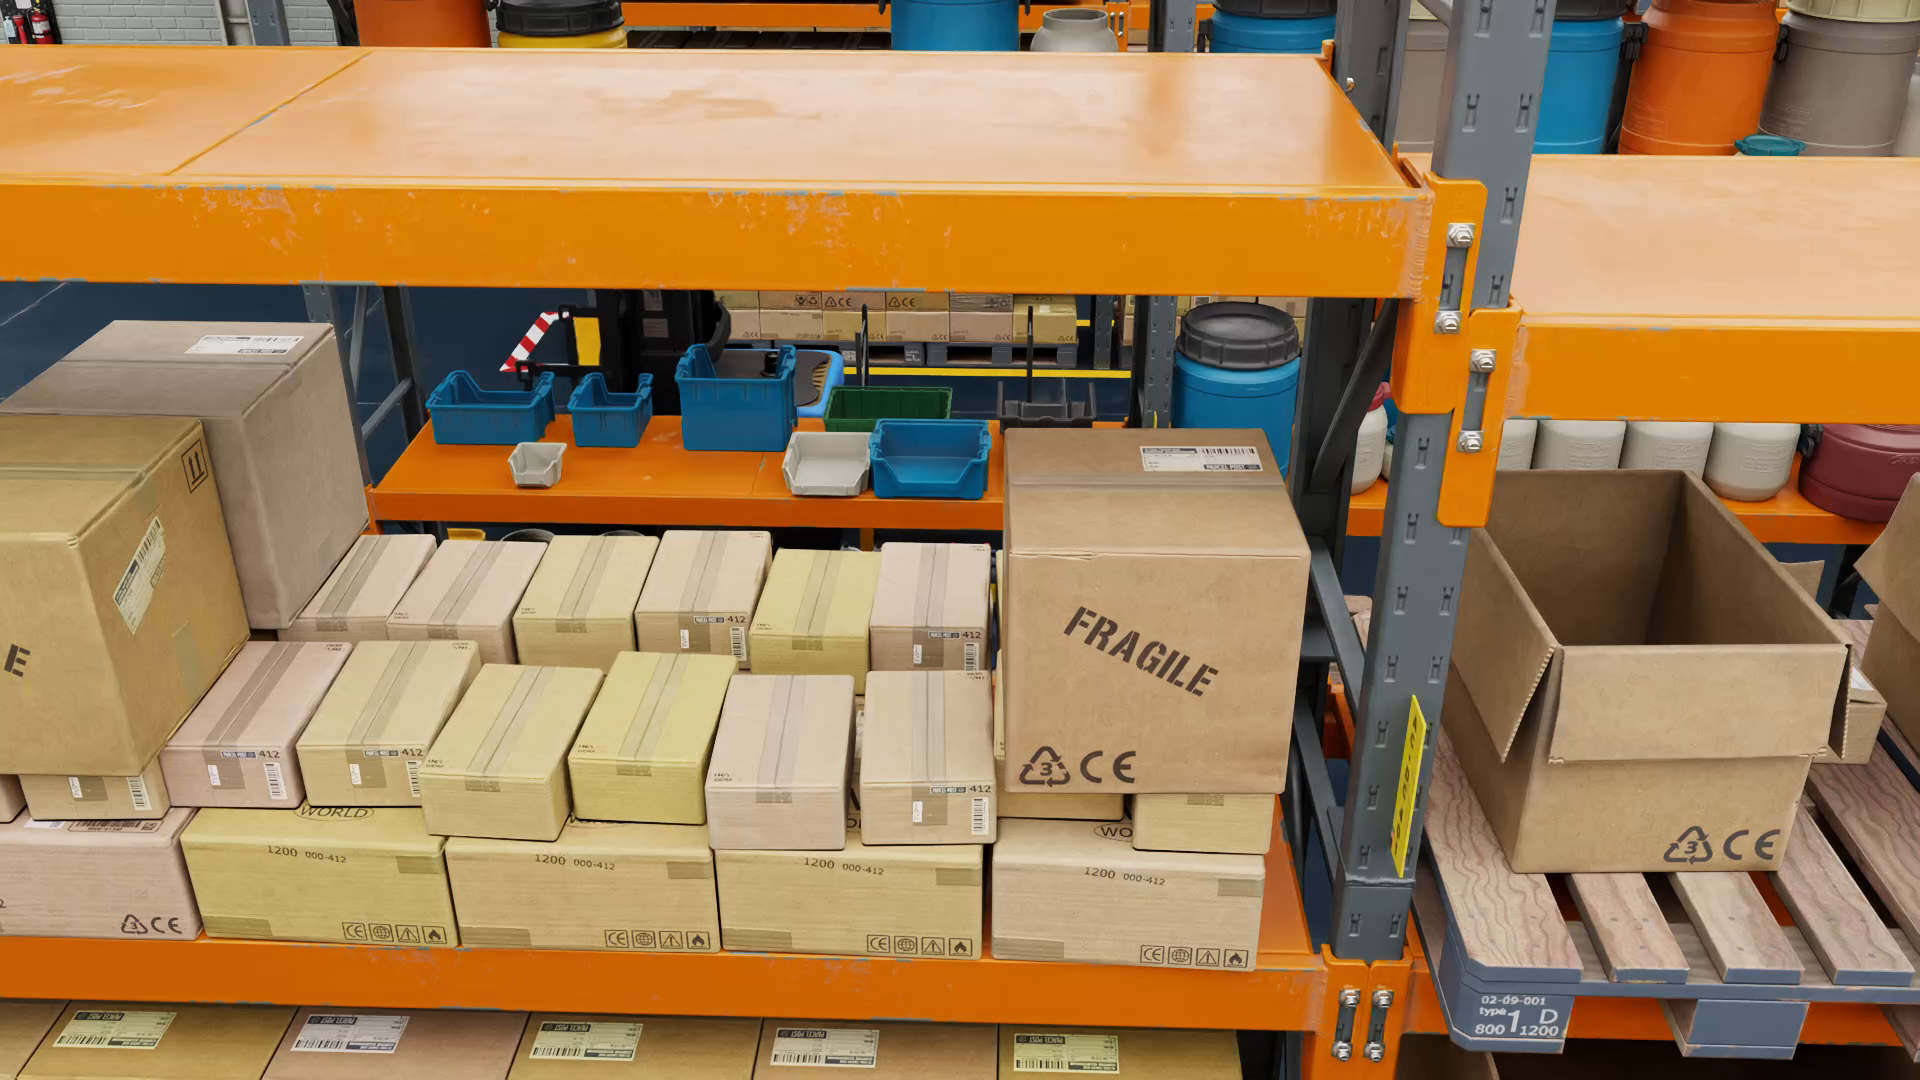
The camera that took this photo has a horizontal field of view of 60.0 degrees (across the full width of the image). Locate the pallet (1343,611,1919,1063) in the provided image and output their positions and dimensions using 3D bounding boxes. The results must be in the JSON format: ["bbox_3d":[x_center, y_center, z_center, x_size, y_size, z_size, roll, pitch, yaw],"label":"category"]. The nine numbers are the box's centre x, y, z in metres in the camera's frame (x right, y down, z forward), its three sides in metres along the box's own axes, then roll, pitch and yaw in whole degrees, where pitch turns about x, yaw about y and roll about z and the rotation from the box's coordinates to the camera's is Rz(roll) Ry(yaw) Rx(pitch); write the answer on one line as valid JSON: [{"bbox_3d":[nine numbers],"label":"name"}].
[{"bbox_3d":[1.405,0.549,3.436,1.003,0.211,1.213,1,28,2],"label":"pallet"}]

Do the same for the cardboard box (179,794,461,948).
[{"bbox_3d":[-1.202,0.557,3.380,0.500,0.250,0.500,2,28,3],"label":"cardboard box"}]

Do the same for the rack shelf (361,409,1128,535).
[{"bbox_3d":[-1.032,-0.303,8.812,4.000,0.370,1.077,1,28,2],"label":"rack shelf"}]

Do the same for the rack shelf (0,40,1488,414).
[{"bbox_3d":[-1.207,-0.633,3.034,4.000,0.370,1.077,1,28,2],"label":"rack shelf"}]

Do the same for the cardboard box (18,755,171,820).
[{"bbox_3d":[-1.640,0.380,3.288,0.250,0.149,0.380,0,28,-1],"label":"cardboard box"}]

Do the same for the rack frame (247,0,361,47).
[{"bbox_3d":[-3.031,-3.304,7.301,0.127,3.000,1.000,1,28,2],"label":"rack frame"}]

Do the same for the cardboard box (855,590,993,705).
[{"bbox_3d":[-0.178,0.338,3.792,0.500,0.250,0.500,1,28,1],"label":"cardboard box"}]

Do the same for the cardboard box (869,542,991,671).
[{"bbox_3d":[-0.062,0.159,3.705,0.250,0.149,0.380,1,28,2],"label":"cardboard box"}]

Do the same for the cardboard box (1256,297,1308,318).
[{"bbox_3d":[2.567,-1.982,13.101,0.500,0.311,0.500,0,28,0],"label":"cardboard box"}]

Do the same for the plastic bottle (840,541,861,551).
[{"bbox_3d":[-0.625,0.168,9.515,0.185,0.351,0.144,2,28,4],"label":"plastic bottle"}]

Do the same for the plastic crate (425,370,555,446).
[{"bbox_3d":[-2.520,-0.720,8.989,0.616,0.251,0.499,1,28,2],"label":"plastic crate"}]

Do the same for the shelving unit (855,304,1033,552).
[{"bbox_3d":[-0.076,-0.664,10.327,1.083,1.500,0.587,1,28,2],"label":"shelving unit"}]

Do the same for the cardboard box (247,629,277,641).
[{"bbox_3d":[-1.617,0.113,3.791,0.250,0.149,0.380,0,28,-1],"label":"cardboard box"}]

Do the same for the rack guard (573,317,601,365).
[{"bbox_3d":[-2.876,-1.868,13.666,0.348,0.500,1.175,1,28,2],"label":"rack guard"}]

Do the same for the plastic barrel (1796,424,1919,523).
[{"bbox_3d":[4.490,-0.447,8.171,0.708,0.536,0.600,1,28,2],"label":"plastic barrel"}]

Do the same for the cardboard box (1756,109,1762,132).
[{"bbox_3d":[5.776,-3.112,12.788,0.500,0.500,0.700,-8,29,-15],"label":"cardboard box"}]

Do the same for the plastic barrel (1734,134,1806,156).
[{"bbox_3d":[3.685,-1.697,7.620,0.301,0.262,0.301,0,28,0],"label":"plastic barrel"}]

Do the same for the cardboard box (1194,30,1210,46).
[{"bbox_3d":[2.382,-5.426,17.133,0.500,0.500,0.700,4,28,7],"label":"cardboard box"}]

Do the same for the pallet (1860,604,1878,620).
[{"bbox_3d":[5.754,0.704,9.122,1.213,0.211,1.003,1,28,2],"label":"pallet"}]

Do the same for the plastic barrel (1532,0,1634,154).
[{"bbox_3d":[2.790,-2.206,7.896,0.708,0.901,0.600,1,28,2],"label":"plastic barrel"}]

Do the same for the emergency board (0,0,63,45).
[{"bbox_3d":[-10.416,-5.842,18.493,0.643,1.169,0.194,1,28,2],"label":"emergency board"}]

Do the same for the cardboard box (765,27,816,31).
[{"bbox_3d":[-1.721,-5.403,17.004,0.500,0.500,0.500,1,28,2],"label":"cardboard box"}]

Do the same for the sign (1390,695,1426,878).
[{"bbox_3d":[0.781,0.431,2.905,0.005,0.325,0.100,1,28,2],"label":"sign"}]

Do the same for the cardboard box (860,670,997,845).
[{"bbox_3d":[-0.060,0.415,3.222,0.250,0.149,0.380,0,28,-1],"label":"cardboard box"}]

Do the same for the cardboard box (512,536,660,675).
[{"bbox_3d":[-0.826,0.142,3.737,0.250,0.149,0.380,0,28,1],"label":"cardboard box"}]

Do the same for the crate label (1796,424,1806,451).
[{"bbox_3d":[4.557,-0.630,8.840,0.416,0.233,0.303,1,28,2],"label":"crate label"}]

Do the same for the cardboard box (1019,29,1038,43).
[{"bbox_3d":[0.833,-5.362,16.925,0.500,0.500,0.500,1,28,2],"label":"cardboard box"}]

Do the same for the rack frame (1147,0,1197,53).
[{"bbox_3d":[0.967,-3.238,7.176,0.127,3.000,1.000,1,28,2],"label":"rack frame"}]

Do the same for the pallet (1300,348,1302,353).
[{"bbox_3d":[3.105,-1.661,13.584,1.213,0.211,1.003,1,28,2],"label":"pallet"}]

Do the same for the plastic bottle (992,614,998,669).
[{"bbox_3d":[0.121,0.510,8.870,0.185,0.351,0.144,0,28,-1],"label":"plastic bottle"}]

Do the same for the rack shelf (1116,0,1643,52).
[{"bbox_3d":[3.144,-3.880,12.358,4.000,0.370,1.077,1,28,2],"label":"rack shelf"}]

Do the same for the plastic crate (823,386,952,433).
[{"bbox_3d":[-0.380,-0.648,8.922,0.662,0.188,0.450,1,28,2],"label":"plastic crate"}]

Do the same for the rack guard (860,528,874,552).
[{"bbox_3d":[-0.574,-0.120,10.635,0.087,0.250,0.587,1,28,2],"label":"rack guard"}]

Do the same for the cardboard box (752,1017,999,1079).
[{"bbox_3d":[-0.167,1.227,3.666,0.500,0.500,0.500,1,28,2],"label":"cardboard box"}]

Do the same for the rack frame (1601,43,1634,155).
[{"bbox_3d":[5.143,-2.840,12.830,0.127,3.000,1.000,1,28,2],"label":"rack frame"}]

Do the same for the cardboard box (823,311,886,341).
[{"bbox_3d":[-0.825,-1.804,13.364,0.500,0.250,0.500,1,28,2],"label":"cardboard box"}]

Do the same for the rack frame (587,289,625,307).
[{"bbox_3d":[-2.852,-2.972,13.079,0.127,3.000,1.000,1,28,2],"label":"rack frame"}]

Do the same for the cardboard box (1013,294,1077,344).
[{"bbox_3d":[0.674,-1.782,13.322,0.500,0.250,0.500,1,28,2],"label":"cardboard box"}]

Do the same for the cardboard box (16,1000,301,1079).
[{"bbox_3d":[-1.666,1.203,3.711,0.500,0.500,0.500,1,28,2],"label":"cardboard box"}]

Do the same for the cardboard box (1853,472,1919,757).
[{"bbox_3d":[2.200,0.244,3.252,0.637,0.503,0.797,2,28,4],"label":"cardboard box"}]

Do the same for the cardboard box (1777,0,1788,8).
[{"bbox_3d":[6.090,-4.209,12.104,0.500,0.500,0.910,1,28,2],"label":"cardboard box"}]

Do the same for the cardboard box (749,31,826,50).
[{"bbox_3d":[-1.304,-3.561,12.698,0.500,0.500,0.700,1,28,2],"label":"cardboard box"}]

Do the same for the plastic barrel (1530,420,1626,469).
[{"bbox_3d":[3.081,-0.510,8.289,0.433,0.535,0.433,0,28,0],"label":"plastic barrel"}]

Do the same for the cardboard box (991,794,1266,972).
[{"bbox_3d":[0.327,0.587,3.324,0.500,0.250,0.500,2,28,4],"label":"cardboard box"}]

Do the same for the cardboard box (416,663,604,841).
[{"bbox_3d":[-0.860,0.406,3.238,0.250,0.149,0.380,2,28,4],"label":"cardboard box"}]

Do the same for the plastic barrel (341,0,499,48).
[{"bbox_3d":[-2.541,-2.406,7.901,0.708,0.830,0.600,1,28,2],"label":"plastic barrel"}]

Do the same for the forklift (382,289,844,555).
[{"bbox_3d":[-2.264,-1.370,10.130,3.031,2.935,1.130,1,28,2],"label":"forklift"}]

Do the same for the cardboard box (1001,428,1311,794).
[{"bbox_3d":[0.333,0.121,3.084,0.500,0.500,0.500,0,28,0],"label":"cardboard box"}]

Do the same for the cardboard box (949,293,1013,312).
[{"bbox_3d":[0.175,-2.127,13.172,0.500,0.500,0.500,1,28,2],"label":"cardboard box"}]

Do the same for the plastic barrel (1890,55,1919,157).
[{"bbox_3d":[4.665,-2.045,8.008,0.421,0.512,0.421,0,28,0],"label":"plastic barrel"}]

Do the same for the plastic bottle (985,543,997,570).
[{"bbox_3d":[0.175,0.181,9.490,0.185,0.351,0.144,2,28,3],"label":"plastic bottle"}]

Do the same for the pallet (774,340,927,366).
[{"bbox_3d":[-0.870,-1.726,13.705,1.213,0.211,1.003,1,28,2],"label":"pallet"}]

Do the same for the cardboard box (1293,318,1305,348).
[{"bbox_3d":[2.568,-1.738,13.238,0.500,0.250,0.500,0,28,0],"label":"cardboard box"}]

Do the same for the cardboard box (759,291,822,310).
[{"bbox_3d":[-1.324,-2.151,13.218,0.500,0.500,0.500,1,28,2],"label":"cardboard box"}]

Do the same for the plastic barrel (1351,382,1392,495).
[{"bbox_3d":[1.915,-0.529,8.326,0.433,0.535,0.433,0,28,0],"label":"plastic barrel"}]
